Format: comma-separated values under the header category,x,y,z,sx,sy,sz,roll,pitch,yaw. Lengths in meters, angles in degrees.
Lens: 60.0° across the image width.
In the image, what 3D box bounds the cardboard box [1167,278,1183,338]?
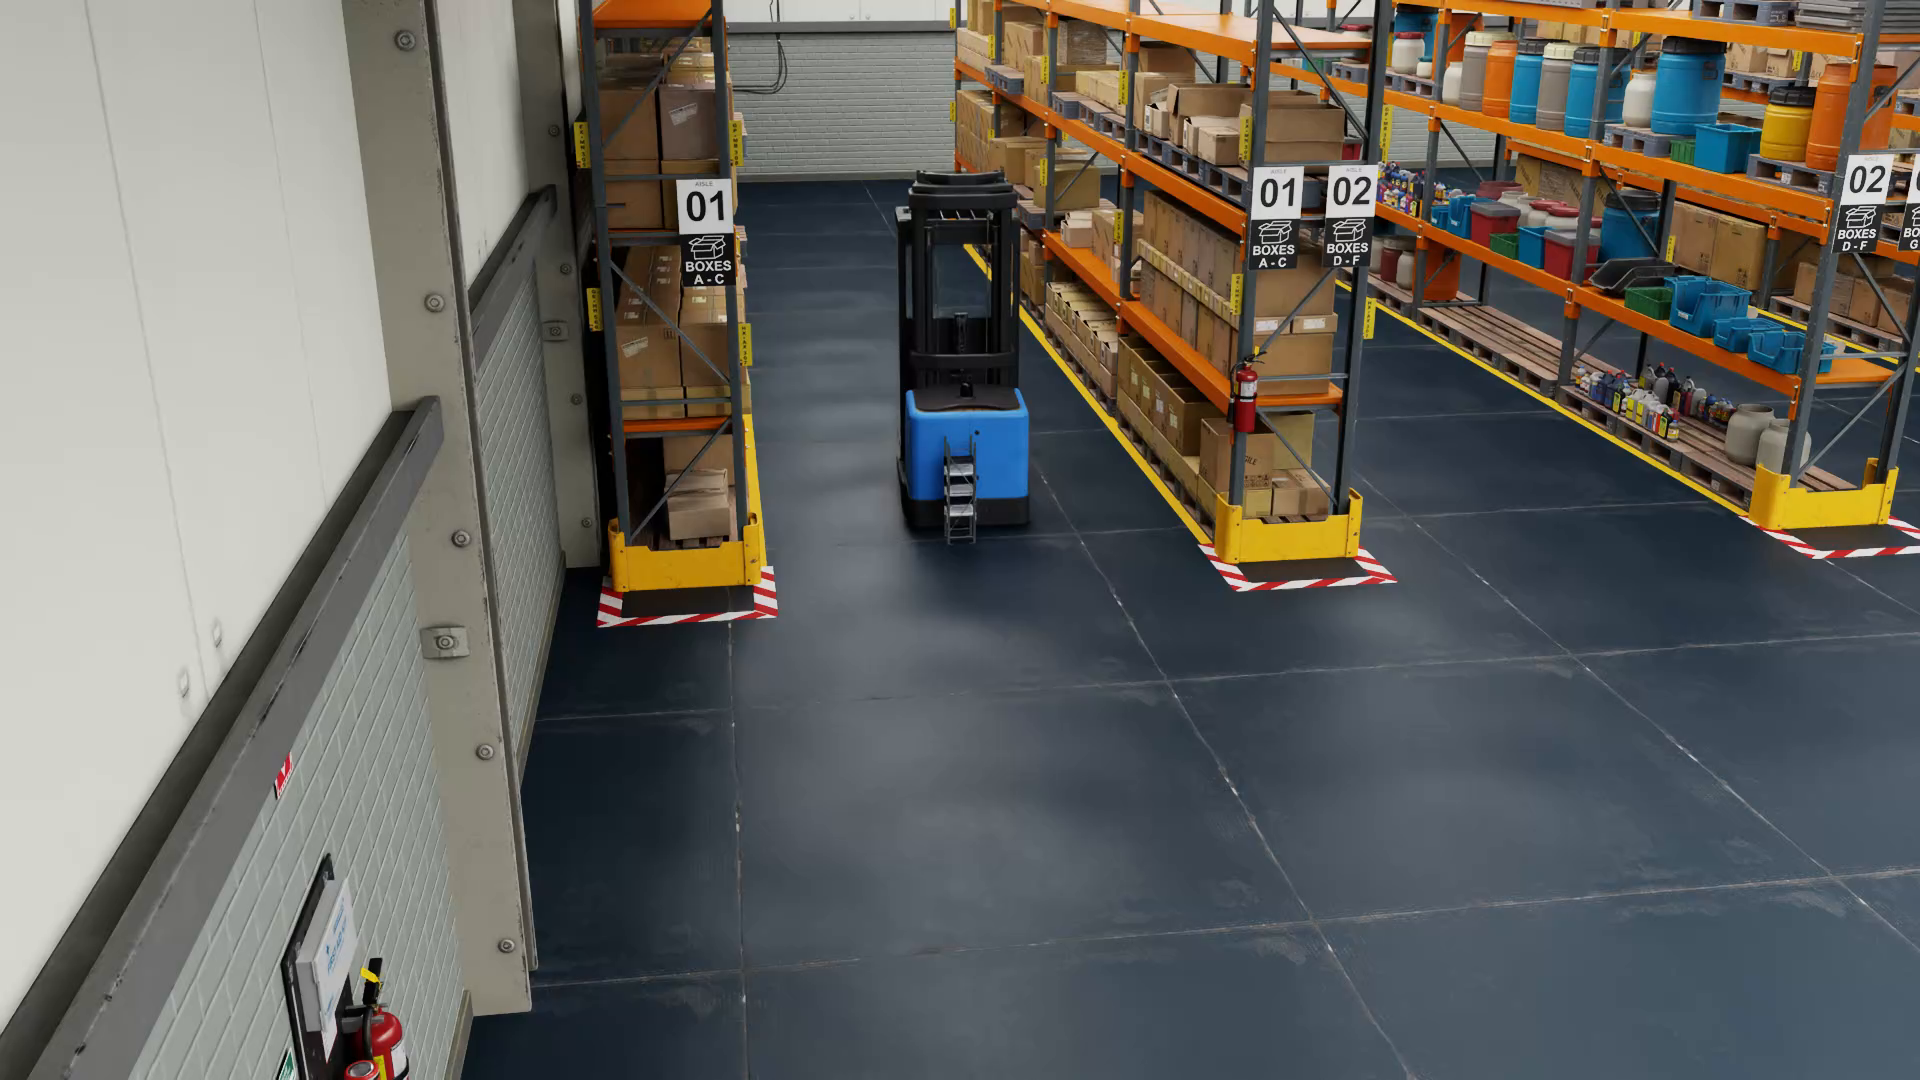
category,x,y,z,sx,sy,sz,roll,pitch,yaw
cardboard box,2.369,-2.228,15.751,0.700,0.500,0.500,-3,21,-7

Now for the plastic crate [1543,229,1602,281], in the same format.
category,x,y,z,sx,sy,sz,roll,pitch,yaw
plastic crate,6.678,-3.121,18.195,0.402,0.464,0.583,-3,21,-8

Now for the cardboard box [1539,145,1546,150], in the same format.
category,x,y,z,sx,sy,sz,roll,pitch,yaw
cardboard box,10.096,-6.731,28.309,0.380,0.149,0.250,-3,21,-9

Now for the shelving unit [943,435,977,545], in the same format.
category,x,y,z,sx,sy,sz,roll,pitch,yaw
shelving unit,-0.001,-0.424,14.066,0.258,0.900,0.210,-3,21,-8

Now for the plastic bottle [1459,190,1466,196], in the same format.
category,x,y,z,sx,sy,sz,roll,pitch,yaw
plastic bottle,6.729,-4.552,22.282,0.061,0.283,0.133,-3,21,-8

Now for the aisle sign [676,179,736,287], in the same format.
category,x,y,z,sx,sy,sz,roll,pitch,yaw
aisle sign,-1.870,-2.263,12.271,0.394,0.787,0.004,-3,21,-8

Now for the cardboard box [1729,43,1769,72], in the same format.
category,x,y,z,sx,sy,sz,roll,pitch,yaw
cardboard box,11.004,-6.725,22.903,0.500,0.500,0.500,-2,21,-5

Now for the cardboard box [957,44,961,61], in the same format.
category,x,y,z,sx,sy,sz,roll,pitch,yaw
cardboard box,0.241,-7.990,27.248,0.500,0.250,0.500,-3,21,-8

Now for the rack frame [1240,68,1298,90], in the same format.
category,x,y,z,sx,sy,sz,roll,pitch,yaw
rack frame,5.320,-7.094,28.922,1.000,3.000,0.127,-3,21,-8

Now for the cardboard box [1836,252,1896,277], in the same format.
category,x,y,z,sx,sy,sz,roll,pitch,yaw
cardboard box,11.587,-3.547,21.297,0.500,0.250,0.500,-1,20,-2

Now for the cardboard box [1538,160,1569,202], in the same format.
category,x,y,z,sx,sy,sz,roll,pitch,yaw
cardboard box,10.524,-6.012,28.463,0.875,0.875,0.875,-3,21,-8

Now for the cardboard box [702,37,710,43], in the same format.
category,x,y,z,sx,sy,sz,roll,pitch,yaw
cardboard box,-3.732,-7.400,23.855,0.500,0.500,0.500,-3,21,-8

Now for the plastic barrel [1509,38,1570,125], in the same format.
category,x,y,z,sx,sy,sz,roll,pitch,yaw
plastic barrel,6.573,-5.197,18.841,0.600,0.901,0.708,-3,21,-8

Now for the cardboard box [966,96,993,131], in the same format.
category,x,y,z,sx,sy,sz,roll,pitch,yaw
cardboard box,0.371,-6.840,26.670,0.500,0.500,0.500,-3,21,-7

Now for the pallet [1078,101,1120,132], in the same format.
category,x,y,z,sx,sy,sz,roll,pitch,yaw
pallet,1.922,-4.775,18.696,1.003,0.211,1.213,-2,21,-5

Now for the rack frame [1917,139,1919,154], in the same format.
category,x,y,z,sx,sy,sz,roll,pitch,yaw
rack frame,15.721,-6.174,26.459,1.000,3.000,0.127,-3,21,-8

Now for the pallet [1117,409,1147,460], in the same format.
category,x,y,z,sx,sy,sz,roll,pitch,yaw
pallet,2.221,-1.107,16.878,1.003,0.211,1.213,-3,21,-8

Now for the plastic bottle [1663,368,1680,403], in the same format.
category,x,y,z,sx,sy,sz,roll,pitch,yaw
plastic bottle,7.456,-1.629,17.449,0.144,0.351,0.185,-4,21,-10

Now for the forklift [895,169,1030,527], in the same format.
category,x,y,z,sx,sy,sz,roll,pitch,yaw
forklift,-0.026,-1.959,15.271,1.130,2.935,3.031,-1,21,-4

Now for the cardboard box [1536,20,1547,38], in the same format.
category,x,y,z,sx,sy,sz,roll,pitch,yaw
cardboard box,10.350,-8.862,28.483,0.700,0.500,0.500,-4,21,-11

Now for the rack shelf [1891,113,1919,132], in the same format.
category,x,y,z,sx,sy,sz,roll,pitch,yaw
rack shelf,11.663,-4.950,19.922,1.077,0.370,4.000,-3,21,-8

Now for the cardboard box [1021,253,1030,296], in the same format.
category,x,y,z,sx,sy,sz,roll,pitch,yaw
cardboard box,1.130,-3.602,22.516,0.500,0.500,0.500,-4,21,-10

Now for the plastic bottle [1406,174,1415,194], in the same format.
category,x,y,z,sx,sy,sz,roll,pitch,yaw
plastic bottle,6.452,-5.103,23.769,0.152,0.276,0.135,-3,21,-8

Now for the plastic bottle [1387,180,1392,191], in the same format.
category,x,y,z,sx,sy,sz,roll,pitch,yaw
plastic bottle,5.944,-4.855,23.095,0.061,0.283,0.133,-3,21,-8

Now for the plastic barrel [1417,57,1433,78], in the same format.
category,x,y,z,sx,sy,sz,roll,pitch,yaw
plastic barrel,6.174,-6.225,21.906,0.301,0.262,0.301,0,20,0

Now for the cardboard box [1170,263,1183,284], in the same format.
category,x,y,z,sx,sy,sz,roll,pitch,yaw
cardboard box,2.185,-2.493,15.533,0.380,0.149,0.250,-4,21,-9

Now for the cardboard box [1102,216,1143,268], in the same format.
category,x,y,z,sx,sy,sz,roll,pitch,yaw
cardboard box,1.905,-3.360,18.782,0.500,0.500,0.500,-3,21,-8

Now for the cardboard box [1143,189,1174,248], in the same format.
category,x,y,z,sx,sy,sz,roll,pitch,yaw
cardboard box,2.218,-3.192,16.478,0.700,0.500,0.500,-3,21,-7

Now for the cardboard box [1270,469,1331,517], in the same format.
category,x,y,z,sx,sy,sz,roll,pitch,yaw
cardboard box,2.867,-0.411,14.360,0.500,0.250,0.500,-3,21,-8

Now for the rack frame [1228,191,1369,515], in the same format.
category,x,y,z,sx,sy,sz,roll,pitch,yaw
rack frame,2.725,-1.306,13.425,1.000,3.000,0.127,-3,21,-8

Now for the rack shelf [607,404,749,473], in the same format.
category,x,y,z,sx,sy,sz,roll,pitch,yaw
rack shelf,-2.465,-1.410,14.732,1.077,0.370,4.000,-3,21,-8

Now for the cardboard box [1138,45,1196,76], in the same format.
category,x,y,z,sx,sy,sz,roll,pitch,yaw
cardboard box,2.098,-4.789,17.007,0.500,0.500,0.500,-3,21,-7

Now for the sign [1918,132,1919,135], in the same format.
category,x,y,z,sx,sy,sz,roll,pitch,yaw
sign,15.185,-6.549,26.227,0.100,0.325,0.005,-3,21,-8

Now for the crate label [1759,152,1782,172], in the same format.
category,x,y,z,sx,sy,sz,roll,pitch,yaw
crate label,7.684,-3.554,15.371,0.502,0.251,0.408,-3,21,-8

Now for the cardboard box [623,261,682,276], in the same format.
category,x,y,z,sx,sy,sz,roll,pitch,yaw
cardboard box,-2.755,-2.204,14.945,0.500,0.500,0.500,-2,21,-6

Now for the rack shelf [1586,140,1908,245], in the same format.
category,x,y,z,sx,sy,sz,roll,pitch,yaw
rack shelf,7.338,-3.315,15.545,1.077,0.370,4.000,-3,21,-8

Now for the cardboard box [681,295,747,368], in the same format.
category,x,y,z,sx,sy,sz,roll,pitch,yaw
cardboard box,-2.010,-1.697,13.587,0.500,0.500,0.500,-3,21,-8

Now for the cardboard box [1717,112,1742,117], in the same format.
category,x,y,z,sx,sy,sz,roll,pitch,yaw
cardboard box,10.986,-6.017,24.461,0.797,0.503,0.637,-3,21,-7

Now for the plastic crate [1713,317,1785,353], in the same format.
category,x,y,z,sx,sy,sz,roll,pitch,yaw
plastic crate,7.170,-1.868,15.143,0.499,0.251,0.408,-3,21,-8

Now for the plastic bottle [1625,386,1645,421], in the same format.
category,x,y,z,sx,sy,sz,roll,pitch,yaw
plastic bottle,6.844,-1.391,16.811,0.144,0.351,0.185,-3,21,-8

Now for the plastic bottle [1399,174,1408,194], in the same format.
category,x,y,z,sx,sy,sz,roll,pitch,yaw
plastic bottle,6.331,-5.088,23.735,0.097,0.271,0.097,0,20,0

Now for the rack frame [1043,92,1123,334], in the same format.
category,x,y,z,sx,sy,sz,roll,pitch,yaw
rack frame,1.571,-4.076,20.841,1.000,3.000,0.127,-3,21,-8

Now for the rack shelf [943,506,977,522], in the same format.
category,x,y,z,sx,sy,sz,roll,pitch,yaw
rack shelf,-0.001,-0.225,14.141,0.258,0.077,0.200,-3,21,-8

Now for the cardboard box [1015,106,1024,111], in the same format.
category,x,y,z,sx,sy,sz,roll,pitch,yaw
cardboard box,1.130,-6.332,25.310,0.500,0.500,0.500,-4,21,-9

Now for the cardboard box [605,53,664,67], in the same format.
category,x,y,z,sx,sy,sz,roll,pitch,yaw
cardboard box,-2.966,-4.185,15.247,0.500,0.500,0.500,-2,21,-7

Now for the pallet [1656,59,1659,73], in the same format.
category,x,y,z,sx,sy,sz,roll,pitch,yaw
pallet,10.979,-6.959,24.549,0.805,0.209,1.217,-4,21,-10

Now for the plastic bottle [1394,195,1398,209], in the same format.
category,x,y,z,sx,sy,sz,roll,pitch,yaw
plastic bottle,5.919,-4.571,22.453,0.097,0.201,0.097,0,20,0

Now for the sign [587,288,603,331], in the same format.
category,x,y,z,sx,sy,sz,roll,pitch,yaw
sign,-2.729,-1.724,12.438,0.100,0.325,0.005,-3,21,-8

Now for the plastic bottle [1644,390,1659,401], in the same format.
category,x,y,z,sx,sy,sz,roll,pitch,yaw
plastic bottle,6.987,-1.373,16.868,0.152,0.276,0.135,-3,21,-8

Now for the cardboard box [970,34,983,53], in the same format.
category,x,y,z,sx,sy,sz,roll,pitch,yaw
cardboard box,0.446,-7.704,25.768,0.500,0.250,0.500,-3,21,-8

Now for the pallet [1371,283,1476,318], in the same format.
category,x,y,z,sx,sy,sz,roll,pitch,yaw
pallet,6.319,-3.289,22.719,1.003,0.211,1.213,-3,21,-8

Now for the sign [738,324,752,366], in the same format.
category,x,y,z,sx,sy,sz,roll,pitch,yaw
sign,-1.640,-1.487,12.674,0.100,0.325,0.005,-3,21,-8

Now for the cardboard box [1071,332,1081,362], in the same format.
category,x,y,z,sx,sy,sz,roll,pitch,yaw
cardboard box,1.584,-2.257,19.301,0.500,0.250,0.500,-2,21,-7

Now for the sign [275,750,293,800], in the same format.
category,x,y,z,sx,sy,sz,roll,pitch,yaw
sign,-2.048,0.604,5.000,0.001,0.298,0.199,-3,21,-8

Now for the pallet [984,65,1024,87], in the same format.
category,x,y,z,sx,sy,sz,roll,pitch,yaw
pallet,1.019,-6.548,23.443,1.213,0.211,1.003,-3,21,-8

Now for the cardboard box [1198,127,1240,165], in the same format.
category,x,y,z,sx,sy,sz,roll,pitch,yaw
cardboard box,2.298,-3.288,13.860,0.500,0.250,0.500,-3,21,-8

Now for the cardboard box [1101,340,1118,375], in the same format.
category,x,y,z,sx,sy,sz,roll,pitch,yaw
cardboard box,1.806,-1.988,17.779,0.500,0.311,0.500,-3,21,-8

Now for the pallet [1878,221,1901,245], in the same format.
category,x,y,z,sx,sy,sz,roll,pitch,yaw
pallet,11.701,-3.801,20.379,1.003,0.211,1.213,-3,21,-8

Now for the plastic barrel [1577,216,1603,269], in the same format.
category,x,y,z,sx,sy,sz,roll,pitch,yaw
plastic barrel,7.129,-3.345,18.691,0.433,0.535,0.433,0,20,0
